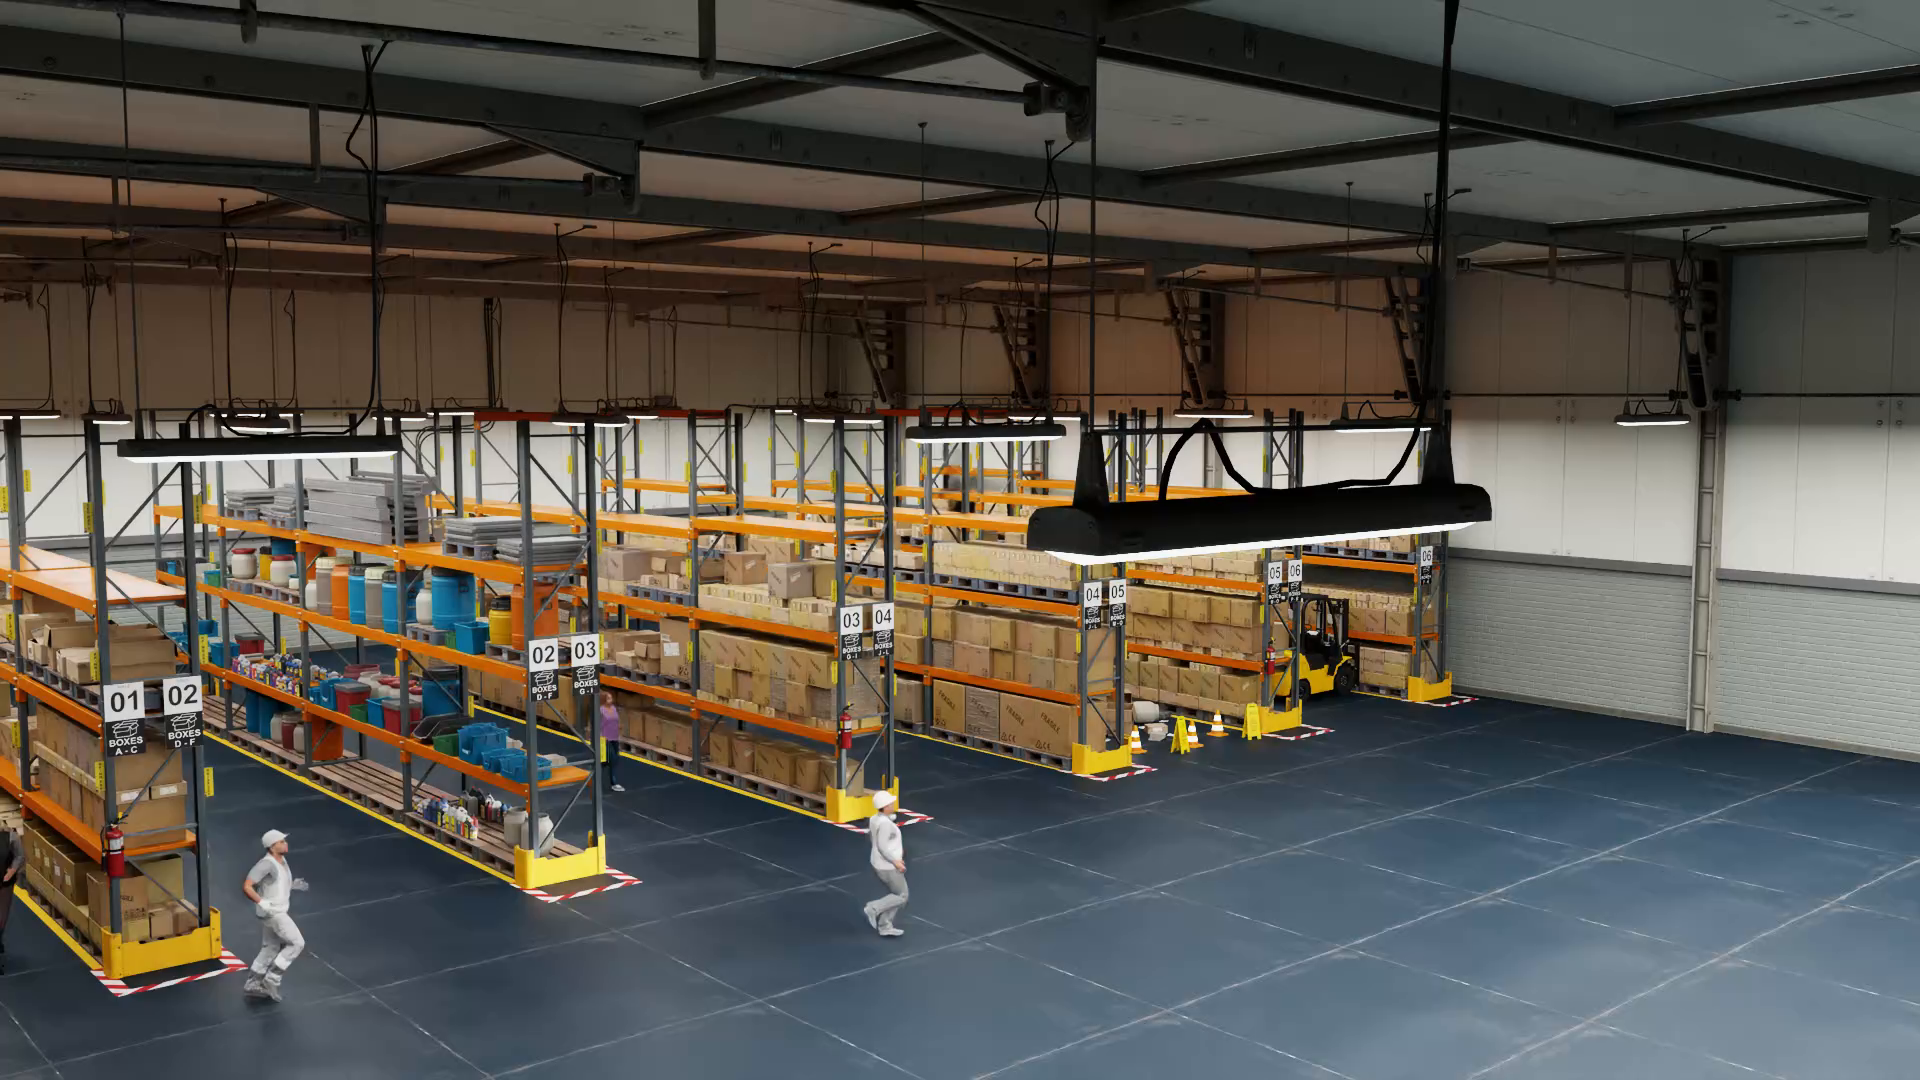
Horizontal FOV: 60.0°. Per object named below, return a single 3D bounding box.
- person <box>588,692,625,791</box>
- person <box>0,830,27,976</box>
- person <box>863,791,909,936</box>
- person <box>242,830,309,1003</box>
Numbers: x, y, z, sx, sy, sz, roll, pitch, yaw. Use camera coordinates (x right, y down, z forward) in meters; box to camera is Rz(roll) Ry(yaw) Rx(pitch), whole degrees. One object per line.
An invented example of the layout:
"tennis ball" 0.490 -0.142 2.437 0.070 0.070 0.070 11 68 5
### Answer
"person" -5.660 3.206 26.641 0.792 1.566 0.548 4 6 37
"person" -10.689 3.858 18.381 0.683 1.734 0.909 -4 7 -40
"person" -0.877 3.777 19.383 0.585 1.733 0.660 -2 5 -17
"person" -7.178 3.916 17.430 0.656 1.775 0.665 -1 5 -12
